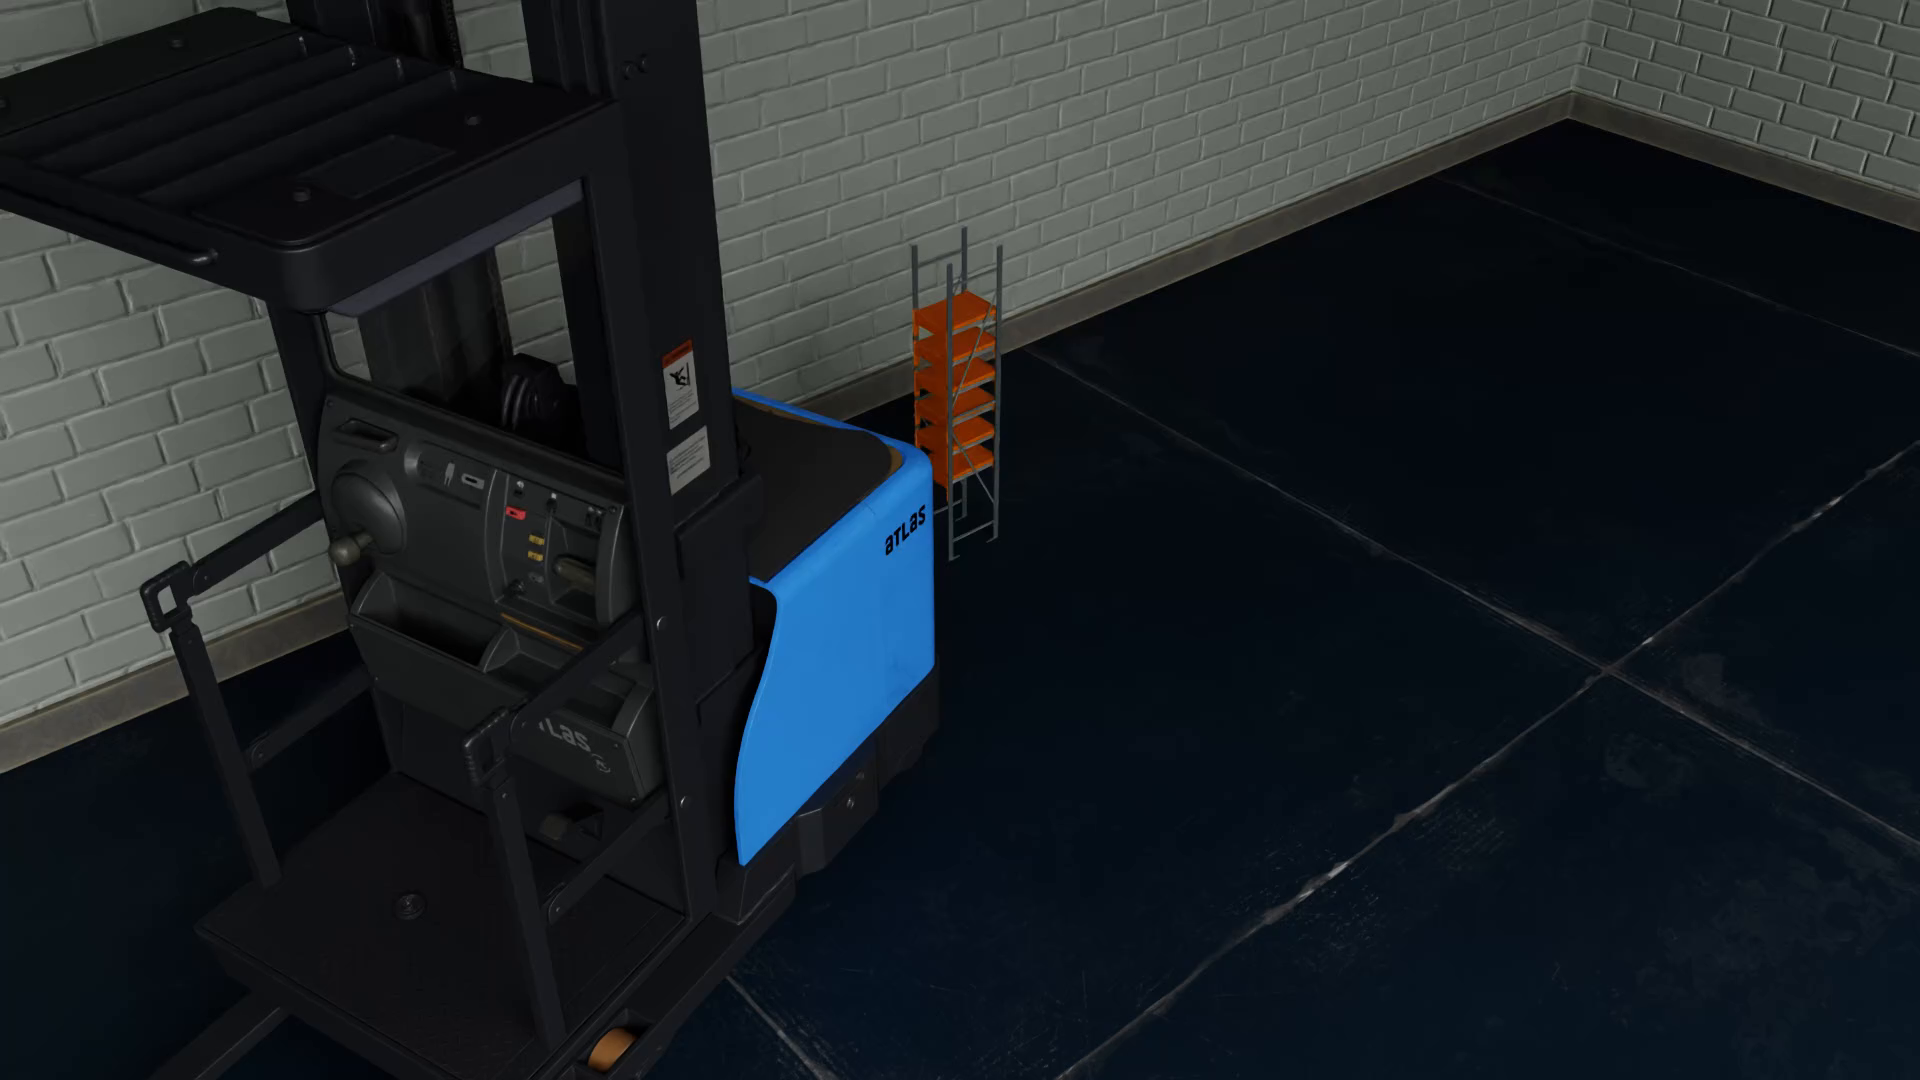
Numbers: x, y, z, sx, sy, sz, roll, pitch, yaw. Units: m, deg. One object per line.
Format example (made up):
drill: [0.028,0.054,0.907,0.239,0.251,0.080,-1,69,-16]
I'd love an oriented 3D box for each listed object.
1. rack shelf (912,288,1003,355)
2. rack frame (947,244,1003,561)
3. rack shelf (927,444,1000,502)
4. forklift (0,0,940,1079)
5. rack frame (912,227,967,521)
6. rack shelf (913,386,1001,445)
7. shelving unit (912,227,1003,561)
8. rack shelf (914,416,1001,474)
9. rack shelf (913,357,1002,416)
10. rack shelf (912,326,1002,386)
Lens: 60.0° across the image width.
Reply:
rack shelf: [-0.009,-0.754,5.730,0.258,0.103,0.180,-26,43,-32]
rack frame: [0.050,-0.456,5.855,0.240,1.200,0.006,-26,43,-32]
rack shelf: [-0.009,-0.264,6.077,0.258,0.103,0.180,-26,43,-32]
forklift: [-1.253,0.008,3.702,1.130,2.935,3.031,19,40,25]
rack frame: [-0.068,-0.536,5.969,0.240,1.200,0.006,-26,43,-32]
rack shelf: [-0.009,-0.460,5.938,0.258,0.103,0.180,-26,43,-32]
shelving unit: [-0.009,-0.496,5.912,0.258,1.200,0.189,-26,43,-32]
rack shelf: [-0.009,-0.362,6.007,0.258,0.103,0.180,-26,43,-32]
rack shelf: [-0.009,-0.558,5.869,0.258,0.103,0.180,-26,43,-32]
rack shelf: [-0.009,-0.656,5.799,0.258,0.103,0.180,-26,43,-32]
